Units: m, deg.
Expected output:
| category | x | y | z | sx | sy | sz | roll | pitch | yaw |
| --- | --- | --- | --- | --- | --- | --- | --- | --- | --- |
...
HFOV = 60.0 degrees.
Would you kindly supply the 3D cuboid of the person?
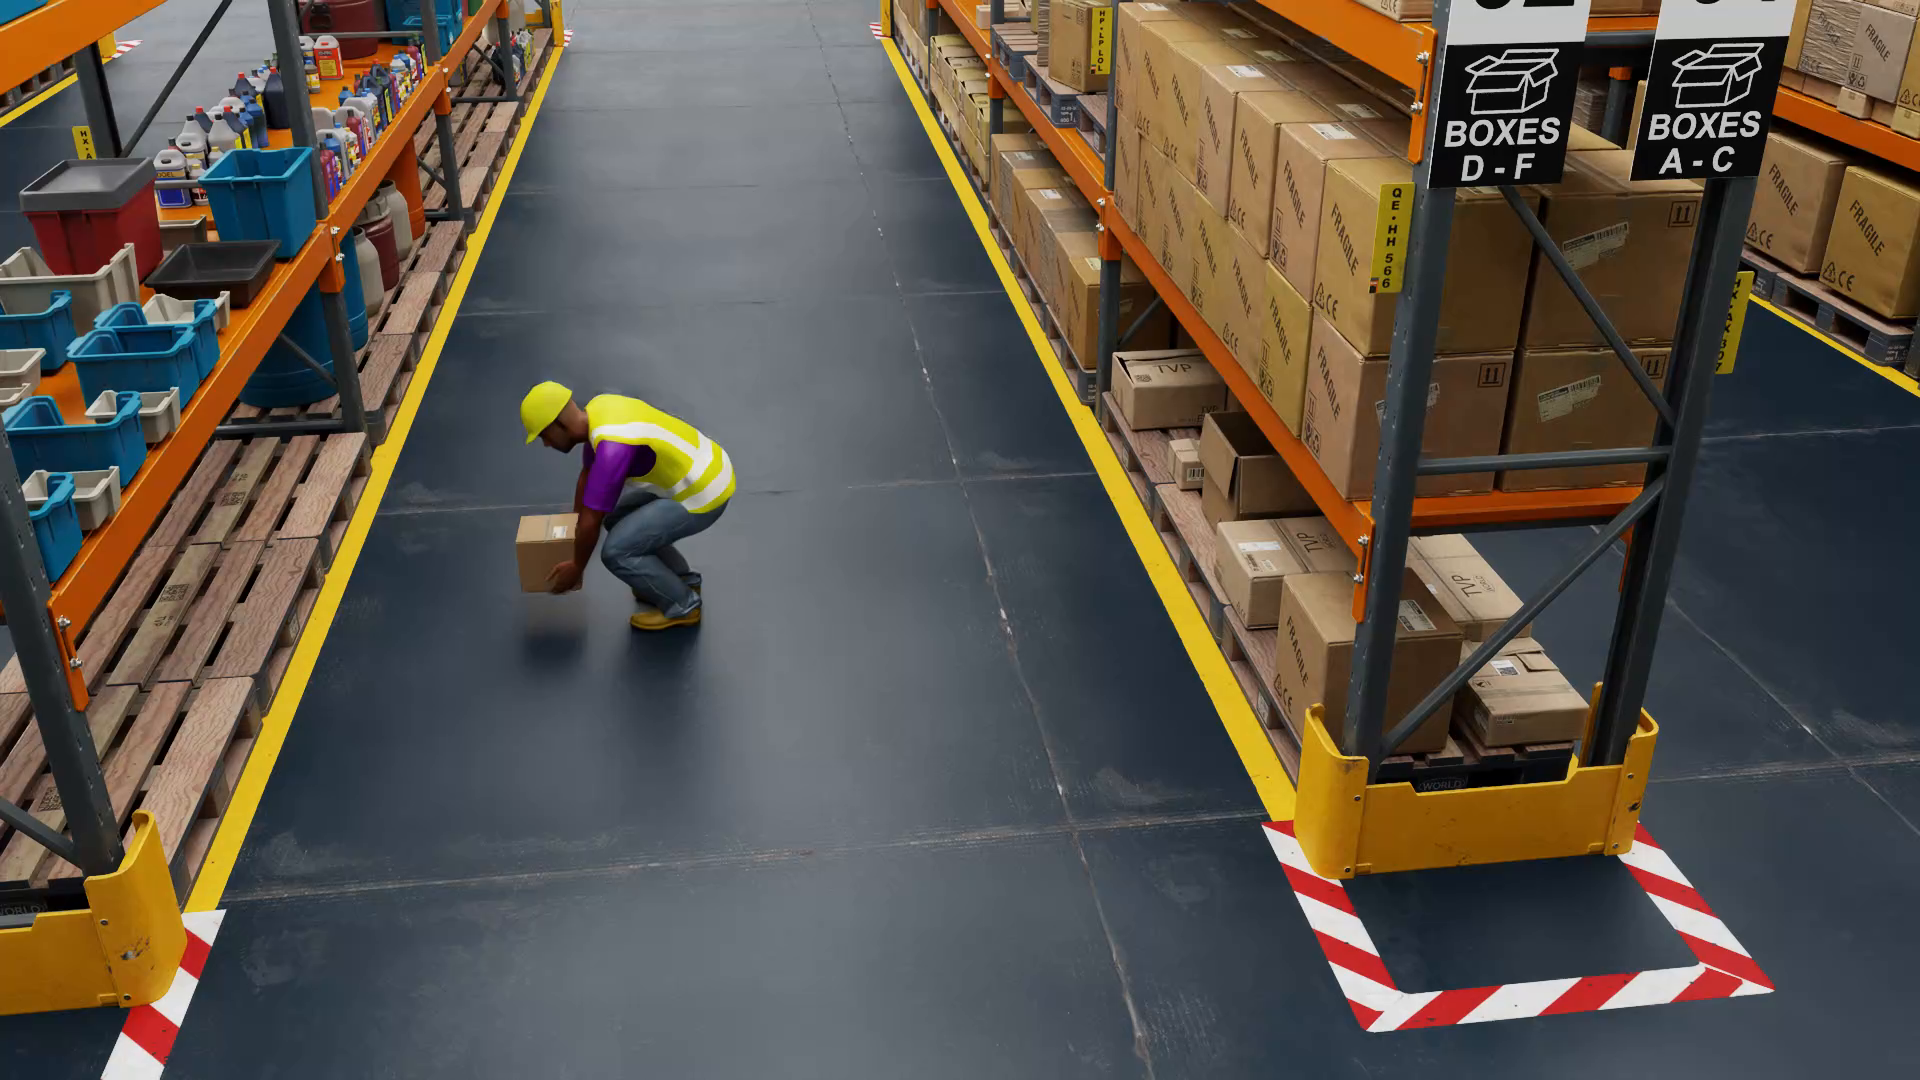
| category | x | y | z | sx | sy | sz | roll | pitch | yaw |
| --- | --- | --- | --- | --- | --- | --- | --- | --- | --- |
| person | -1.411 | -0.121 | 7.136 | 0.889 | 1.040 | 0.587 | -4 | 27 | -7 |
